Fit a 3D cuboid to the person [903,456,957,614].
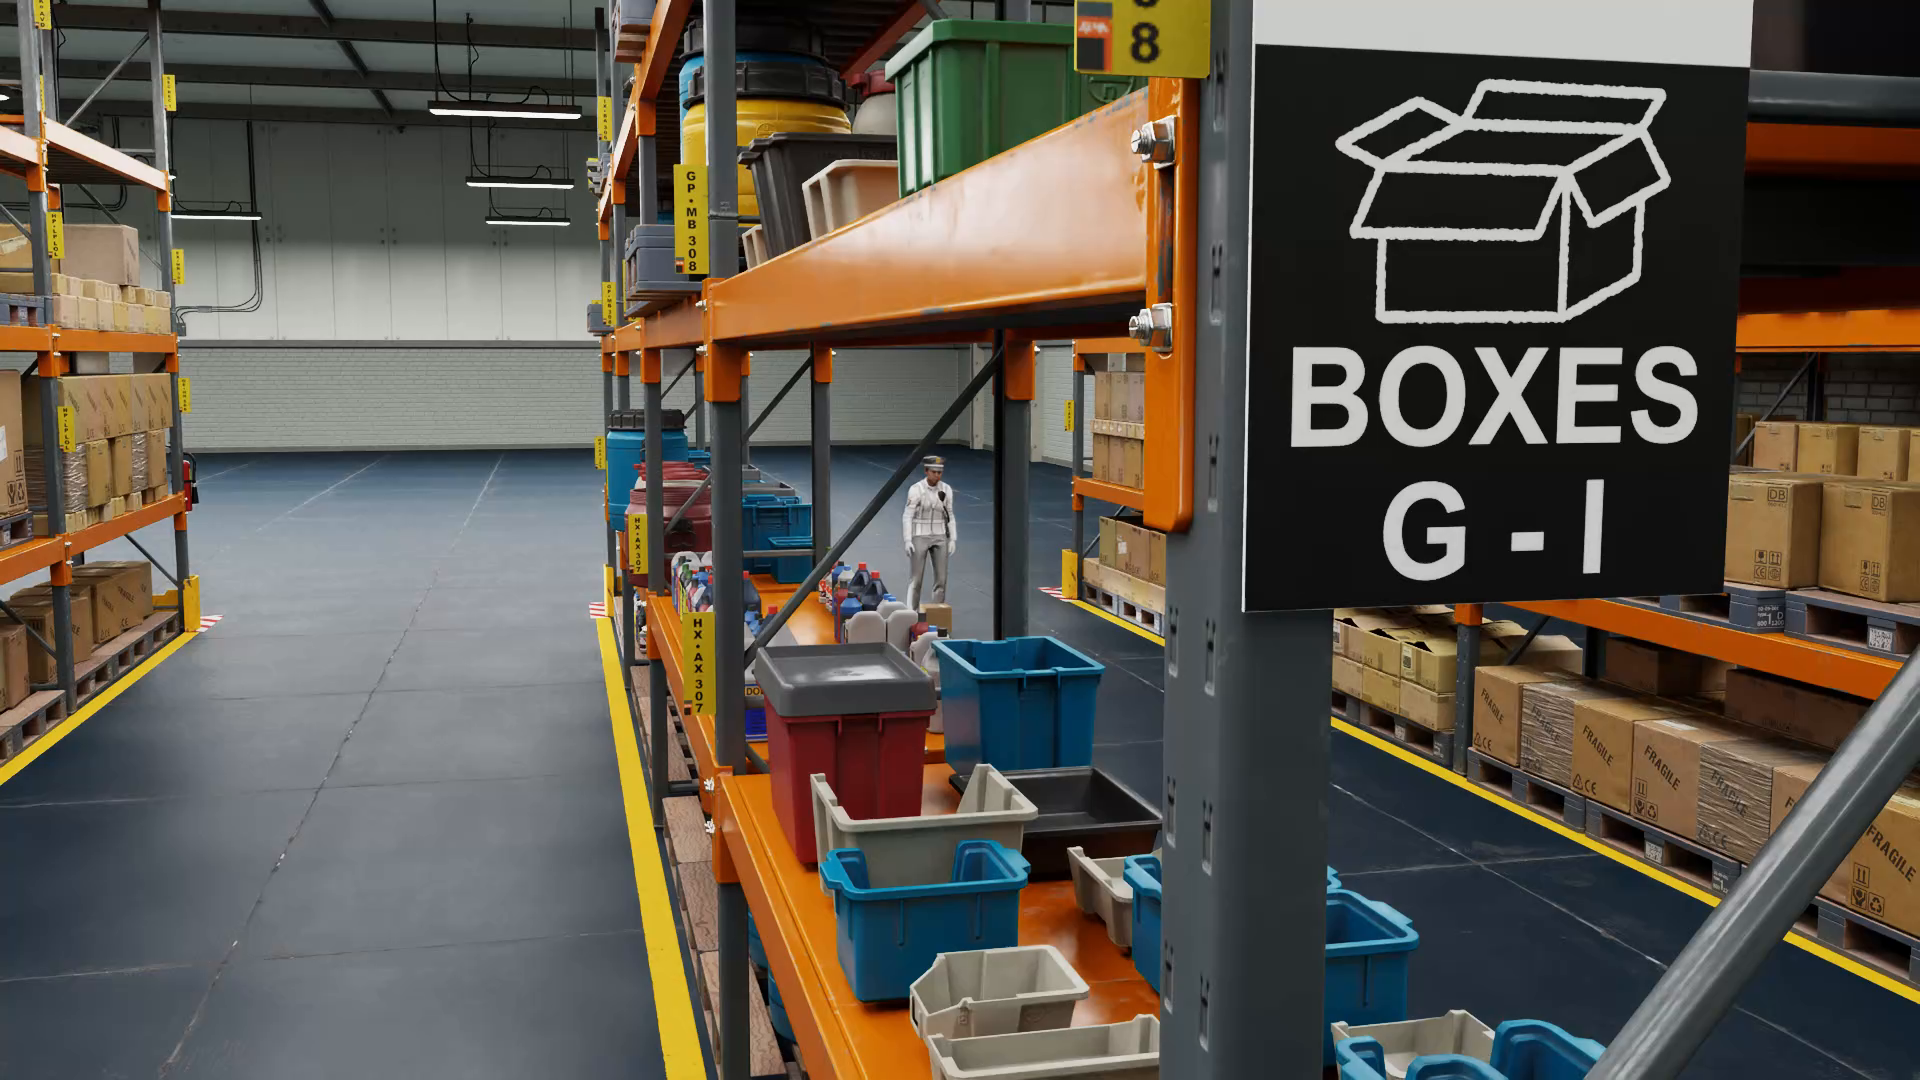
[{"bbox_3d":[-0.288,0.021,15.973,0.544,1.663,0.376,-2,7,-17],"label":"person"}]
